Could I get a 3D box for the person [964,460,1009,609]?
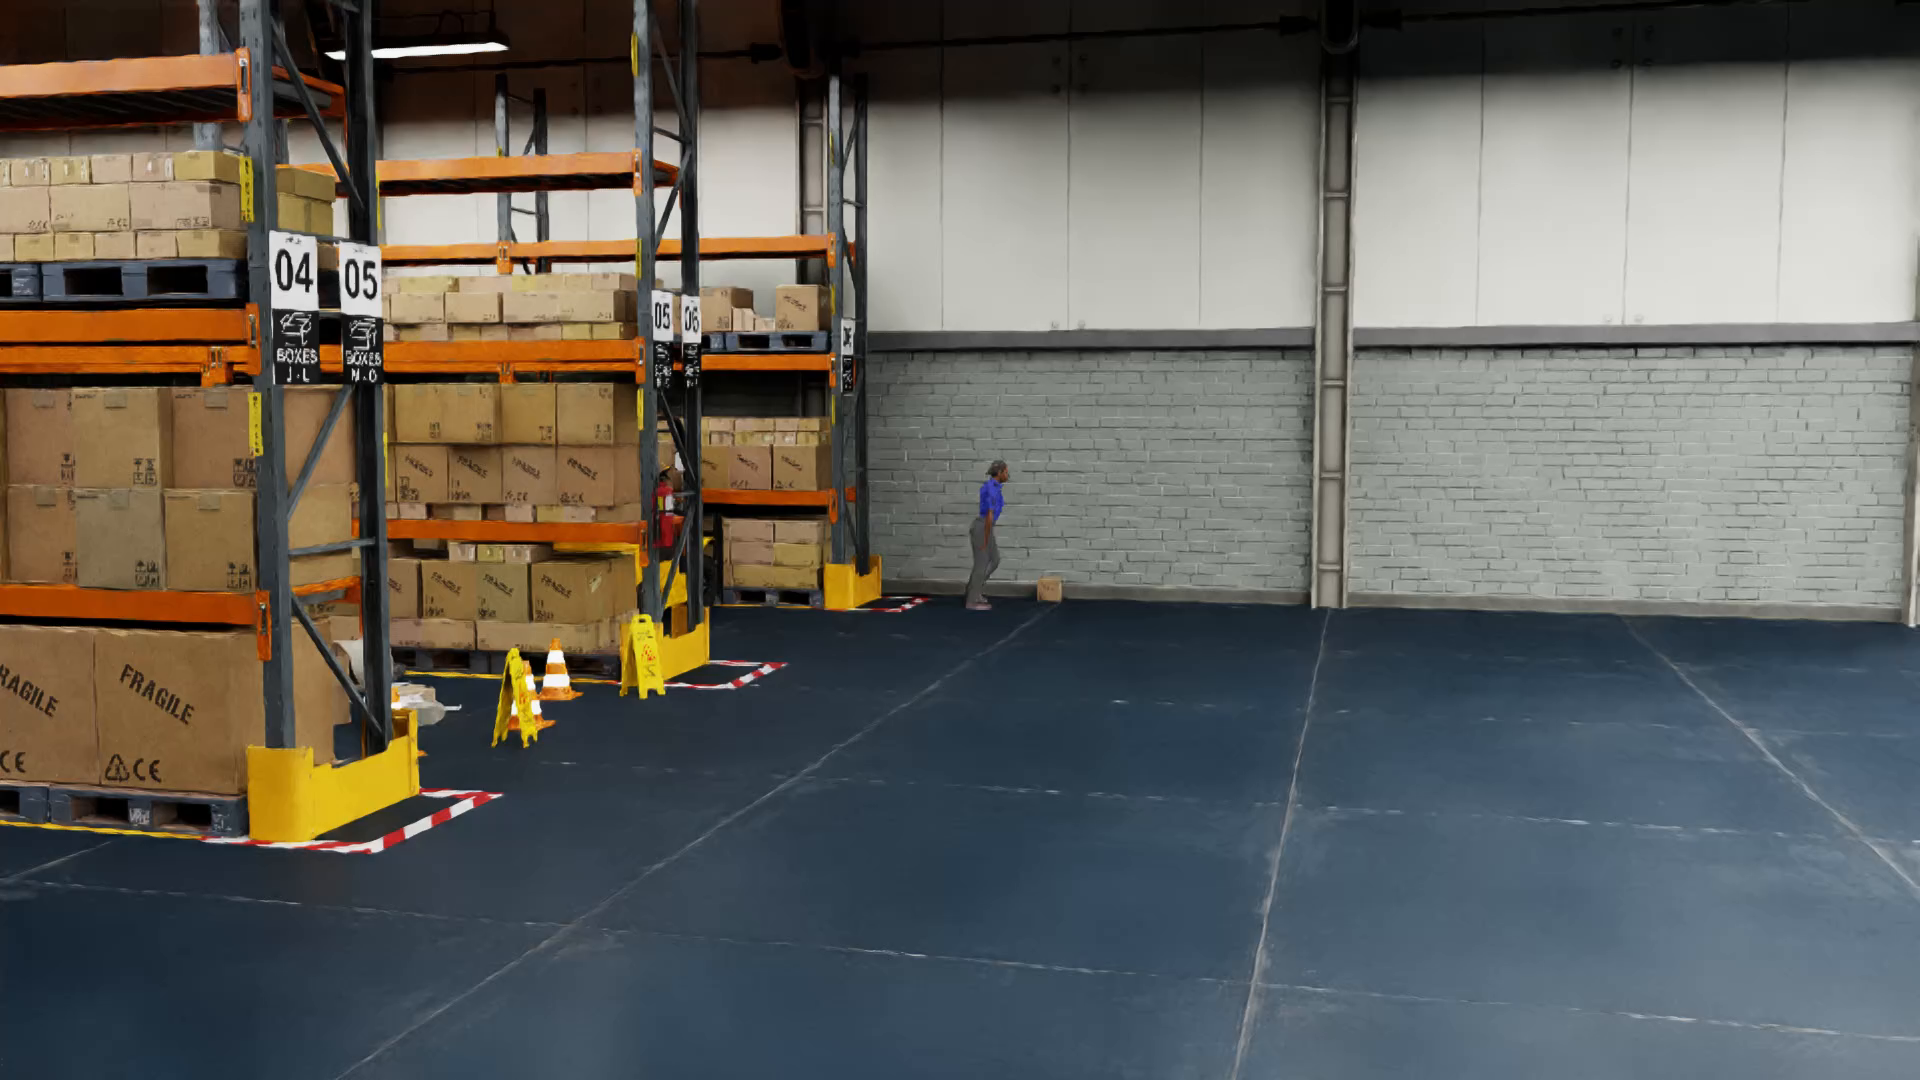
[{"bbox_3d":[0.294,-0.066,18.284,0.487,1.636,0.463,-1,5,-9],"label":"person"}]
